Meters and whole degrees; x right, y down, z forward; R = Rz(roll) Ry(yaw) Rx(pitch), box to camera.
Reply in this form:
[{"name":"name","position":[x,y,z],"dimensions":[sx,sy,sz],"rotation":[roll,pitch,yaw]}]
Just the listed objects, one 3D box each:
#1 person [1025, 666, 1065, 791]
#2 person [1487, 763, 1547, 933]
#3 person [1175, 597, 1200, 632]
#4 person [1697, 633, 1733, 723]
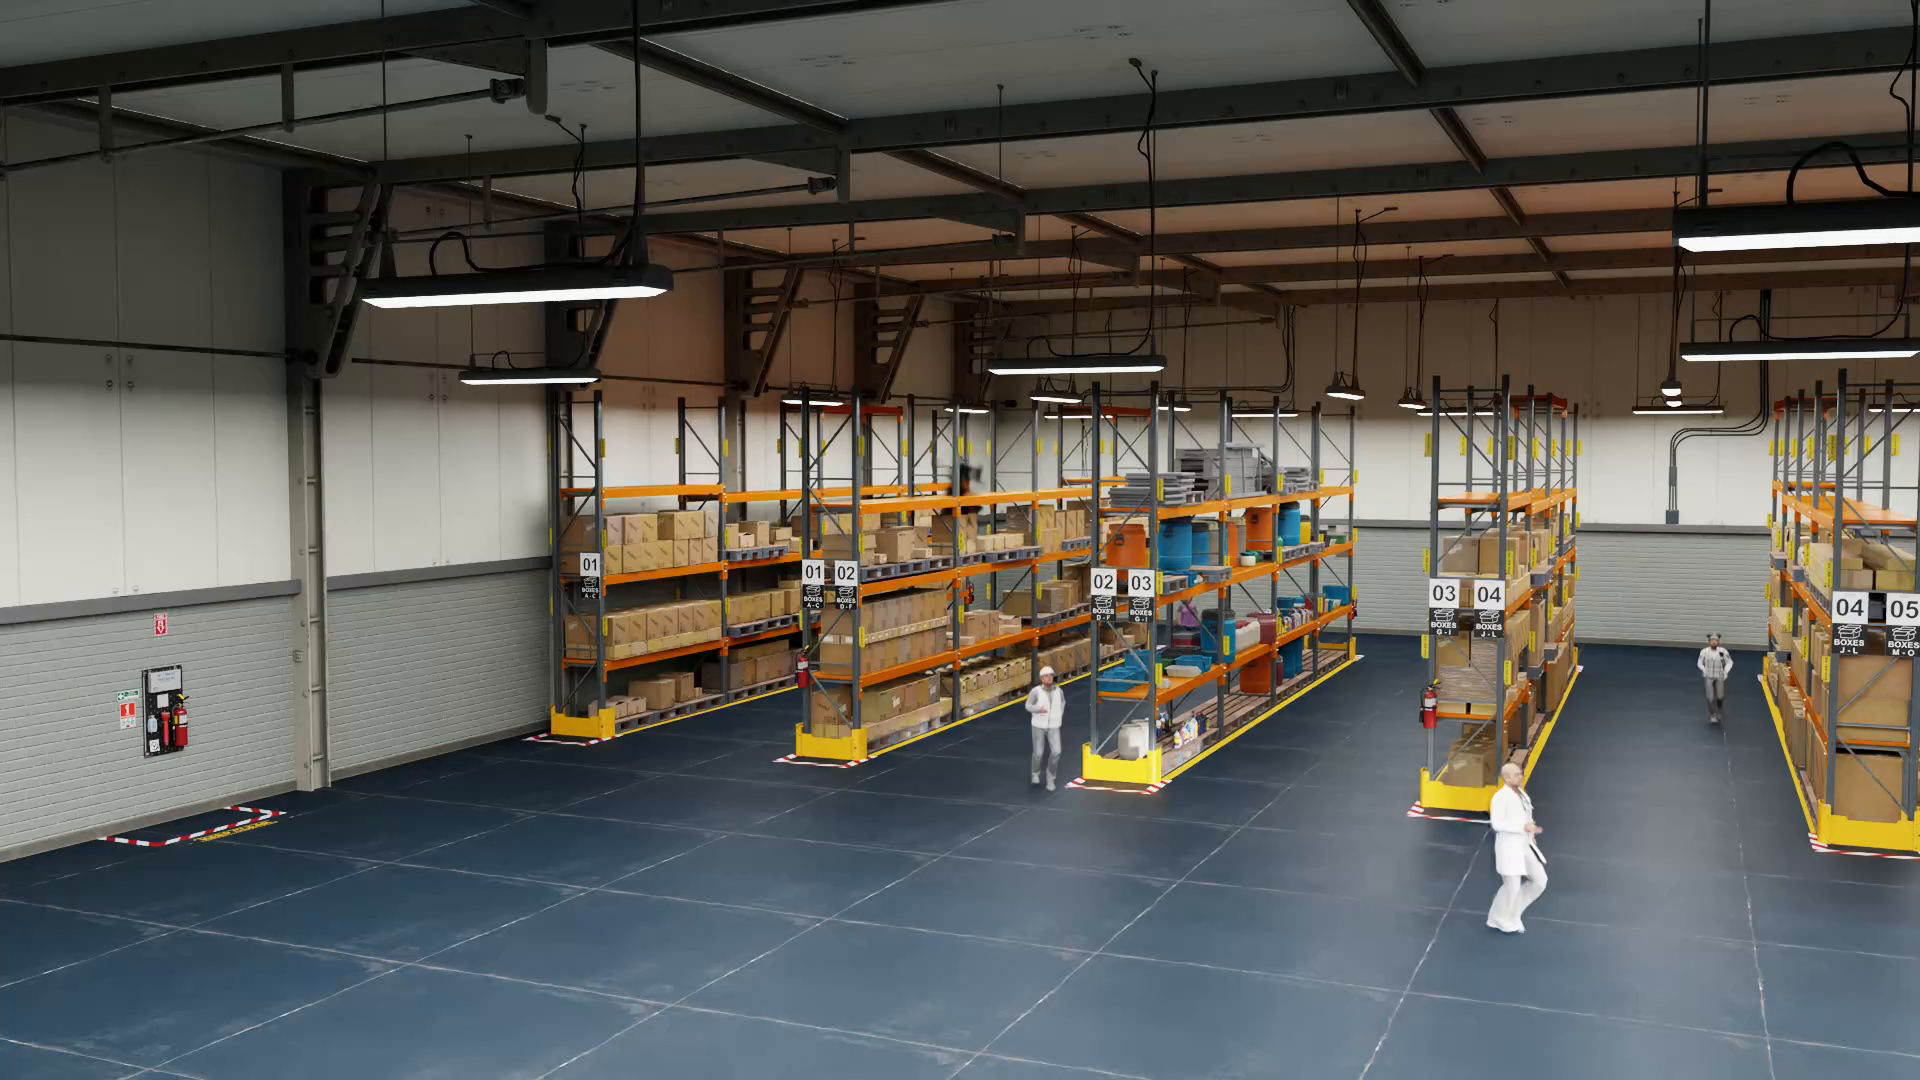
[{"name":"person","position":[1.276,2.739,24.475],"dimensions":[0.653,1.754,0.680],"rotation":[0,3,-9]},{"name":"person","position":[5.738,3.183,17.053],"dimensions":[0.692,1.772,0.687],"rotation":[-2,4,-37]},{"name":"person","position":[5.392,2.051,39.390],"dimensions":[0.588,1.566,0.629],"rotation":[0,3,9]},{"name":"person","position":[13.687,2.504,30.160],"dimensions":[0.589,1.648,0.528],"rotation":[2,3,26]}]
